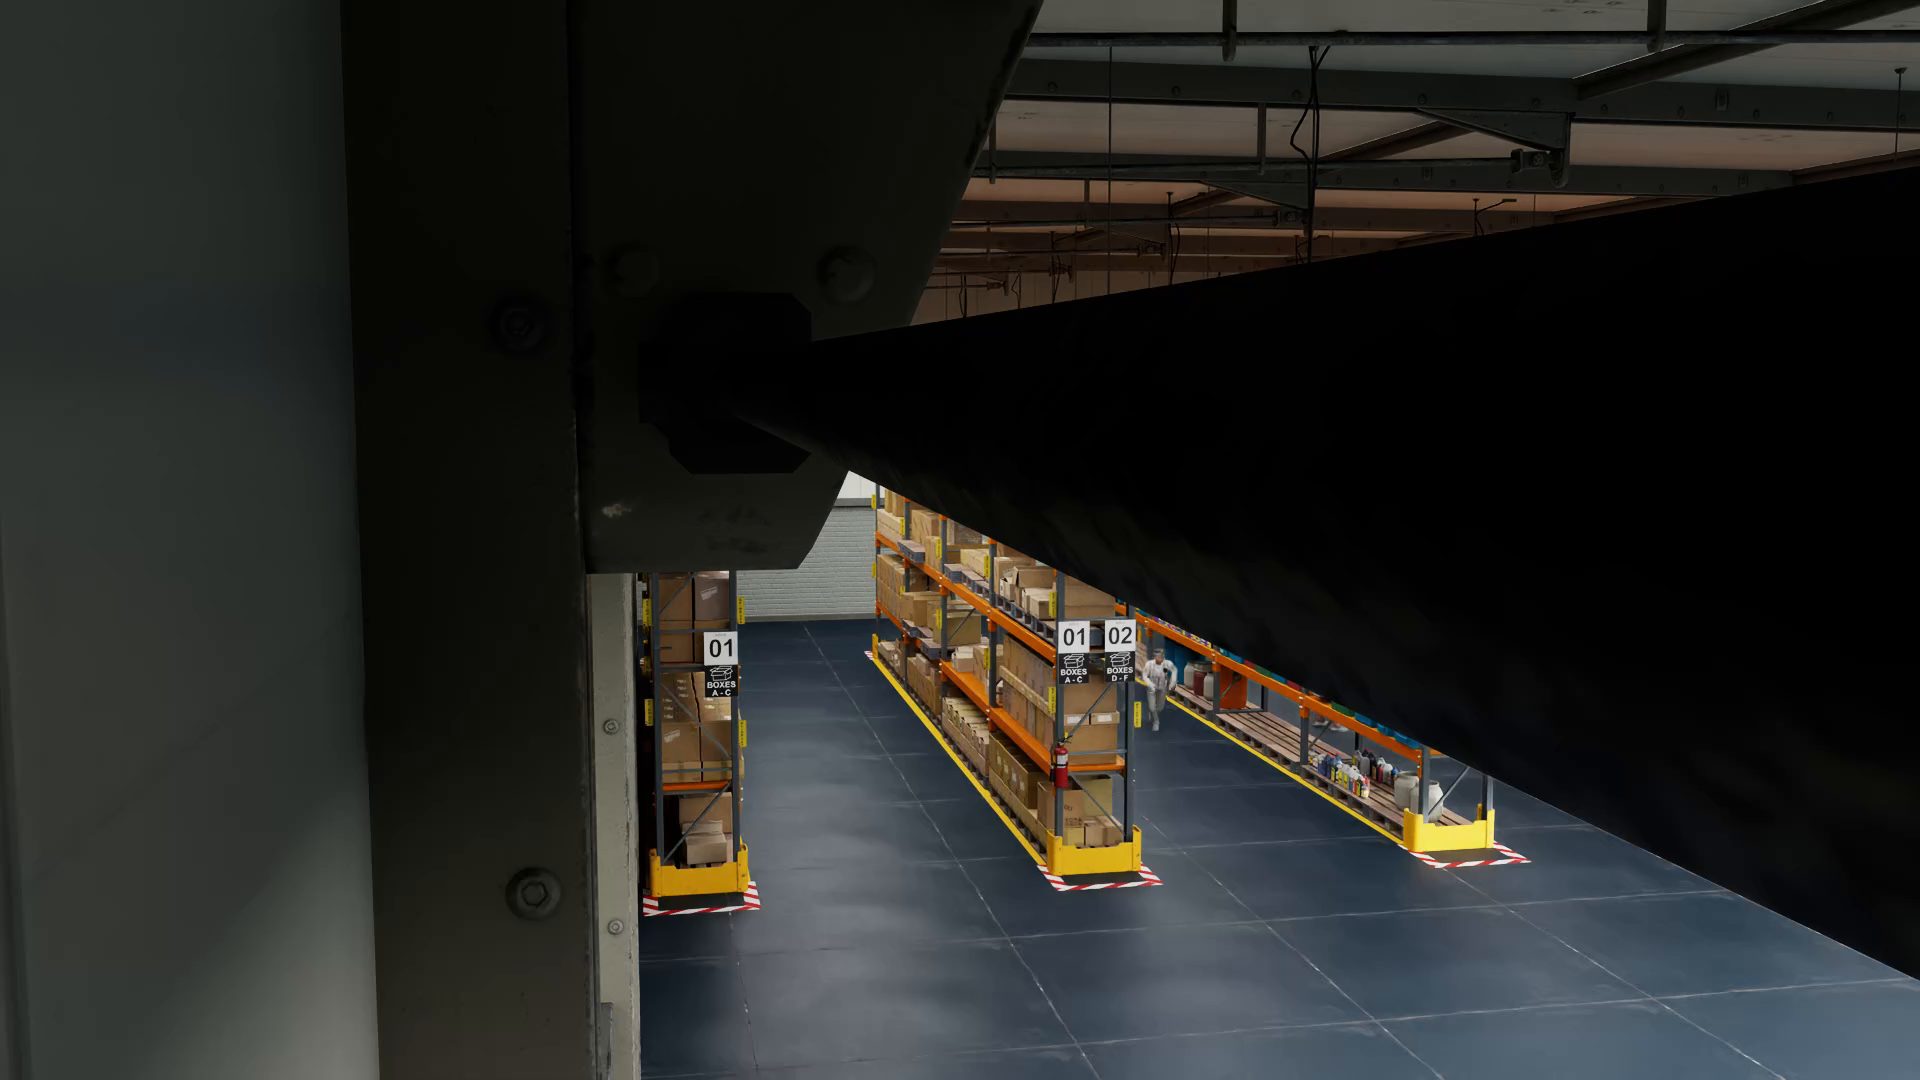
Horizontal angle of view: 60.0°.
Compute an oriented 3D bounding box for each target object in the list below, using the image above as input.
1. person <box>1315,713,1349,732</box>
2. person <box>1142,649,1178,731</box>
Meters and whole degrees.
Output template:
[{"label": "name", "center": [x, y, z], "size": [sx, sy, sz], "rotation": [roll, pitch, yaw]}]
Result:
[{"label": "person", "center": [6.613, 2.545, 29.216], "size": [0.805, 1.607, 0.595], "rotation": [3, 6, 25]}, {"label": "person", "center": [3.488, 2.602, 29.094], "size": [0.638, 1.511, 0.796], "rotation": [0, 6, -2]}]
